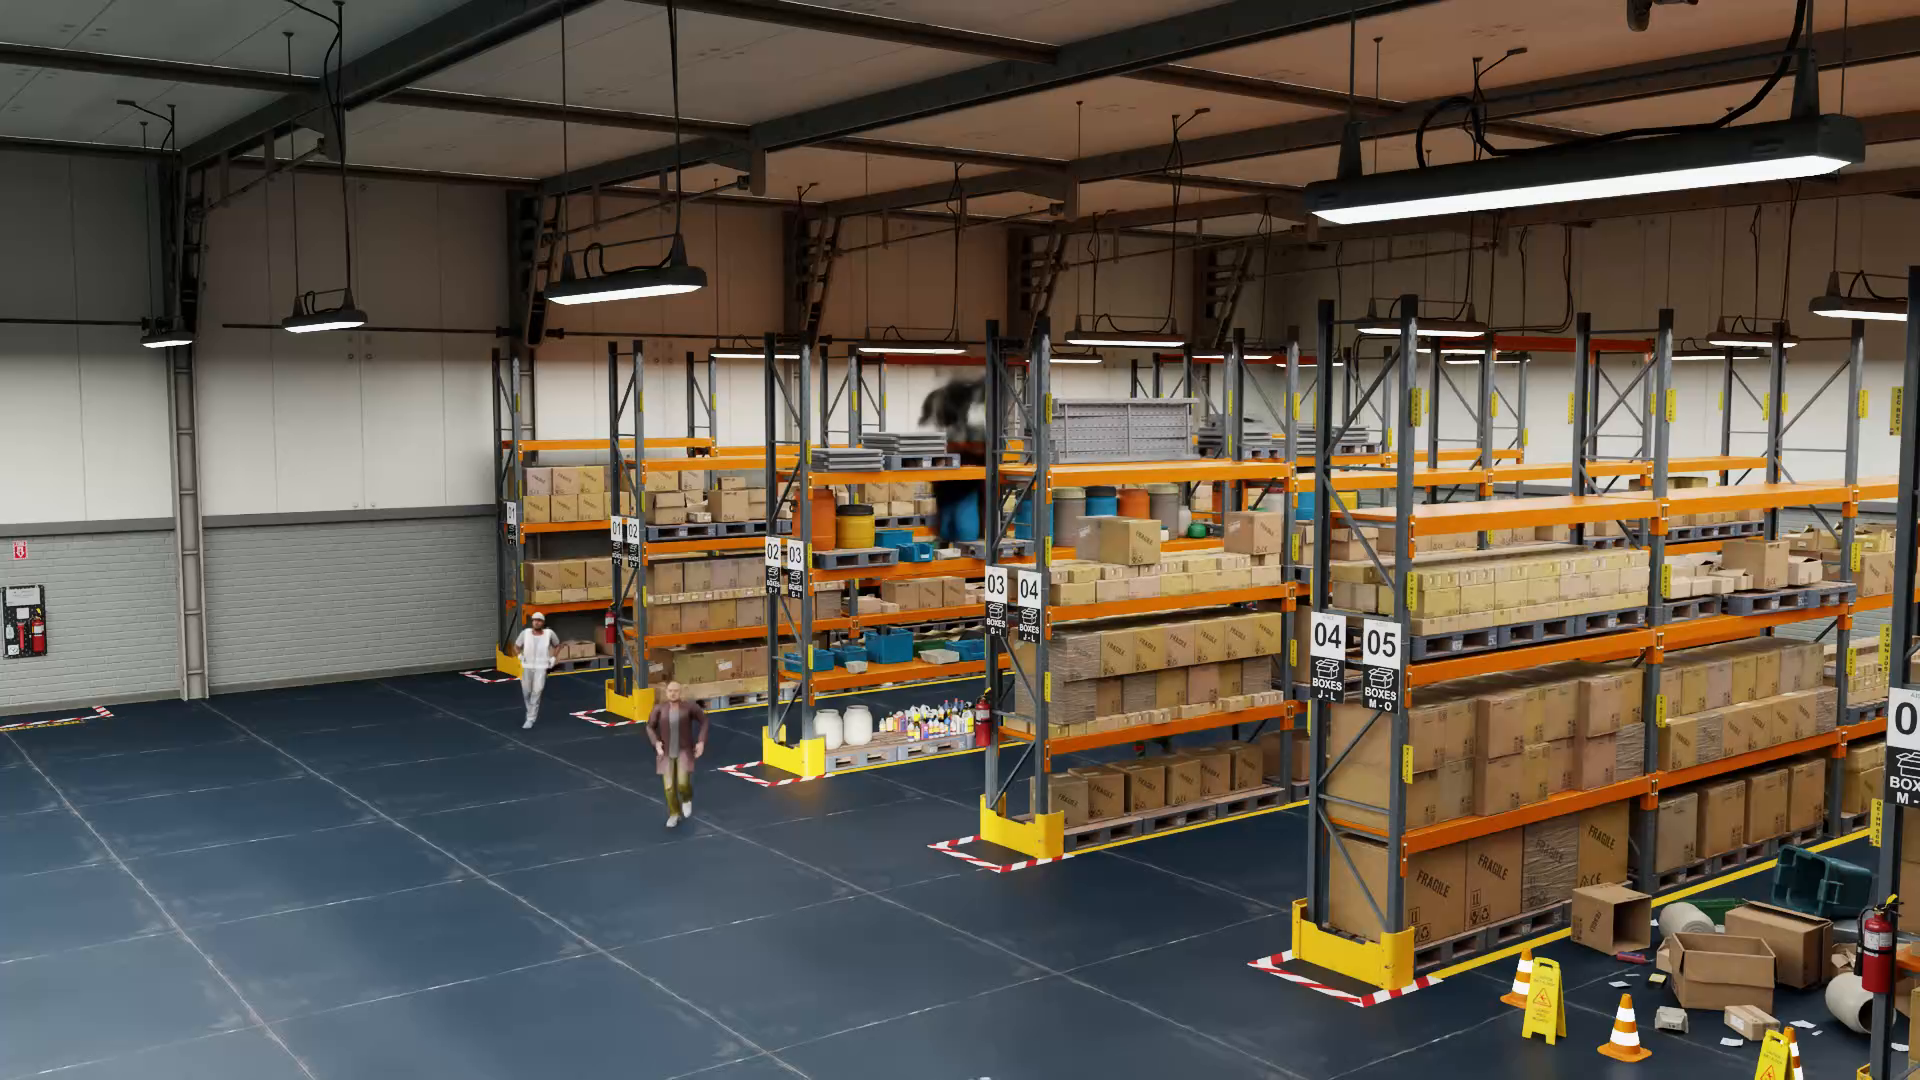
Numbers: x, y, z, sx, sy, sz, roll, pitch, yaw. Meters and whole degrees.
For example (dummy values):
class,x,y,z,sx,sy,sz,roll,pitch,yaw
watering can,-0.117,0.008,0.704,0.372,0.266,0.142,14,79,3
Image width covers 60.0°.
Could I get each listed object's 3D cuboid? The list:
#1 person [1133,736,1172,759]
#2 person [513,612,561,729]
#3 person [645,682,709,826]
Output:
class,x,y,z,sx,sy,sz,roll,pitch,yaw
person,2.613,2.281,22.946,0.661,1.746,0.767,5,7,42
person,-6.606,2.001,25.942,0.698,1.766,0.908,0,5,-3
person,-3.390,2.554,19.910,0.748,1.736,0.651,0,5,-3
